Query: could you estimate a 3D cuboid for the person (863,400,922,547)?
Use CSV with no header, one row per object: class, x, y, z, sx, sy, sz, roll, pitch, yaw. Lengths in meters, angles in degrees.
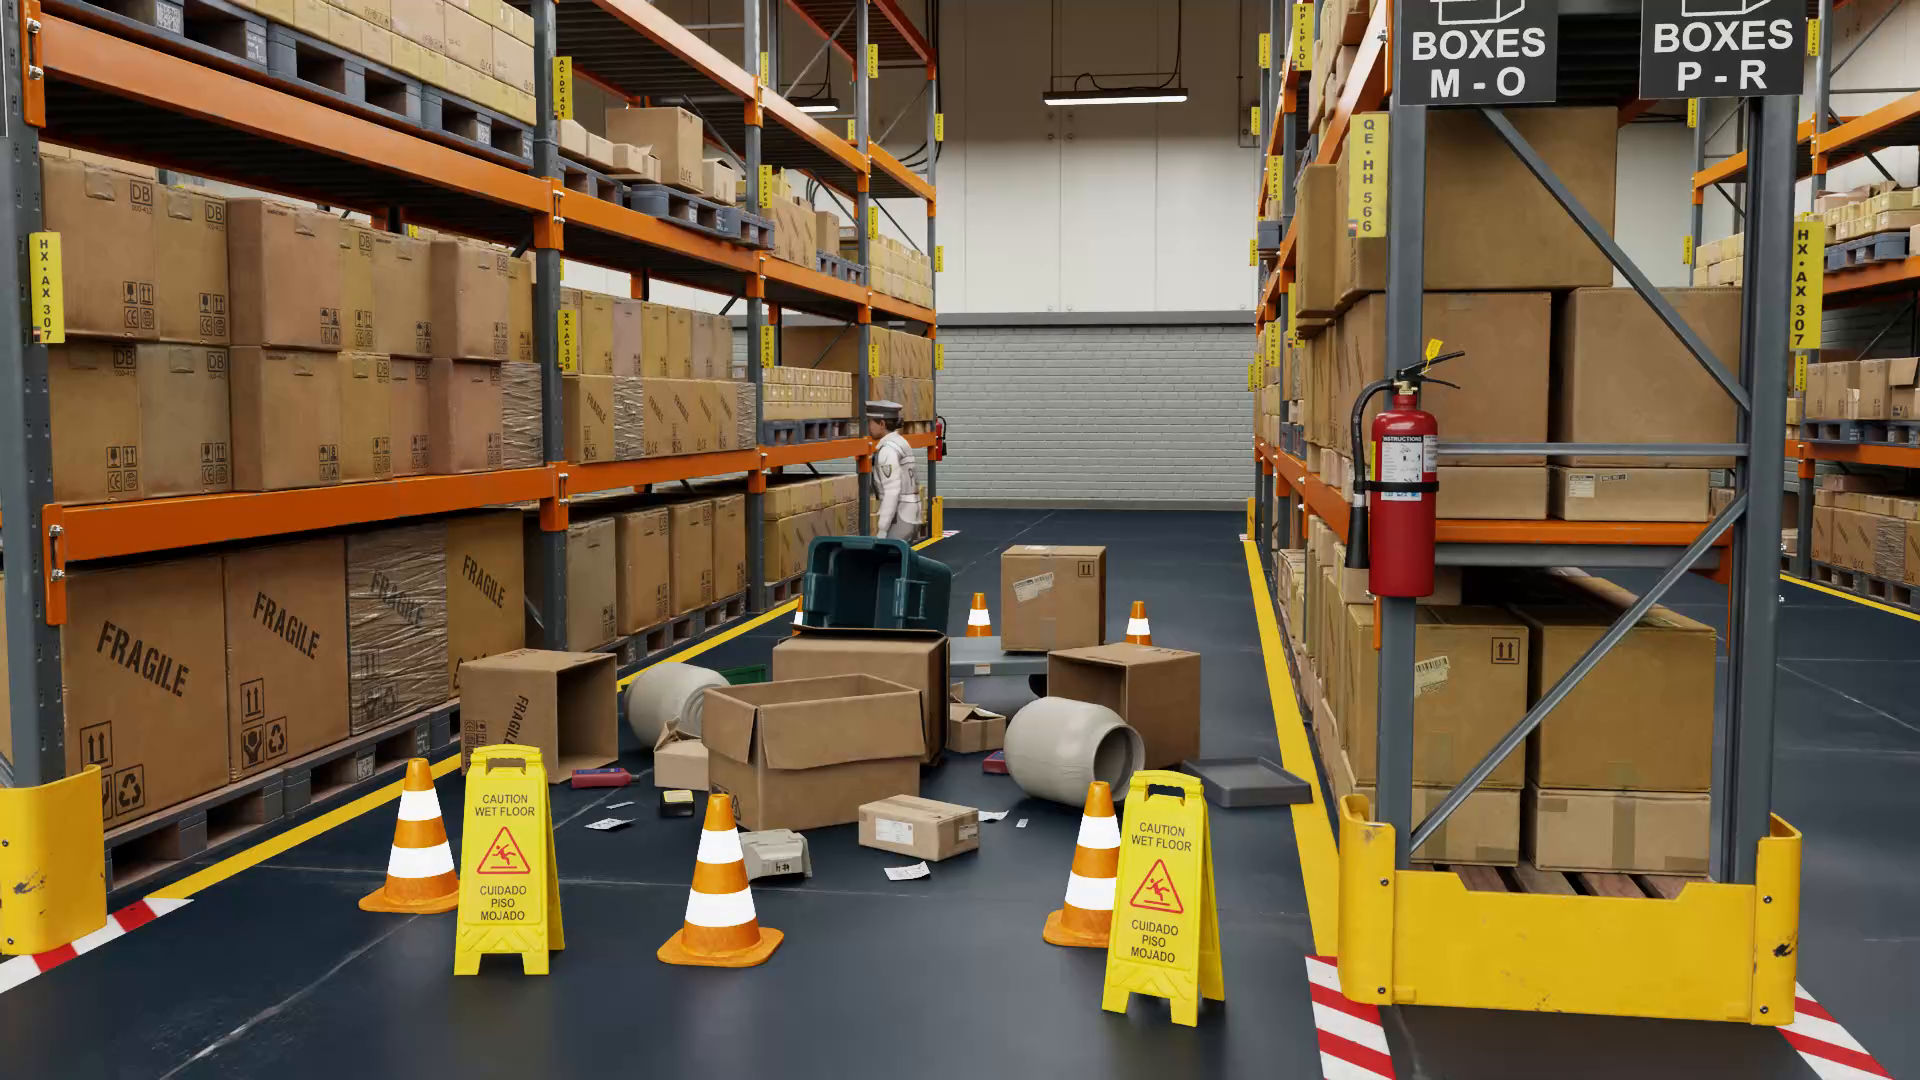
person,-0.441,-0.078,10.851,0.376,1.663,0.527,1,5,8
